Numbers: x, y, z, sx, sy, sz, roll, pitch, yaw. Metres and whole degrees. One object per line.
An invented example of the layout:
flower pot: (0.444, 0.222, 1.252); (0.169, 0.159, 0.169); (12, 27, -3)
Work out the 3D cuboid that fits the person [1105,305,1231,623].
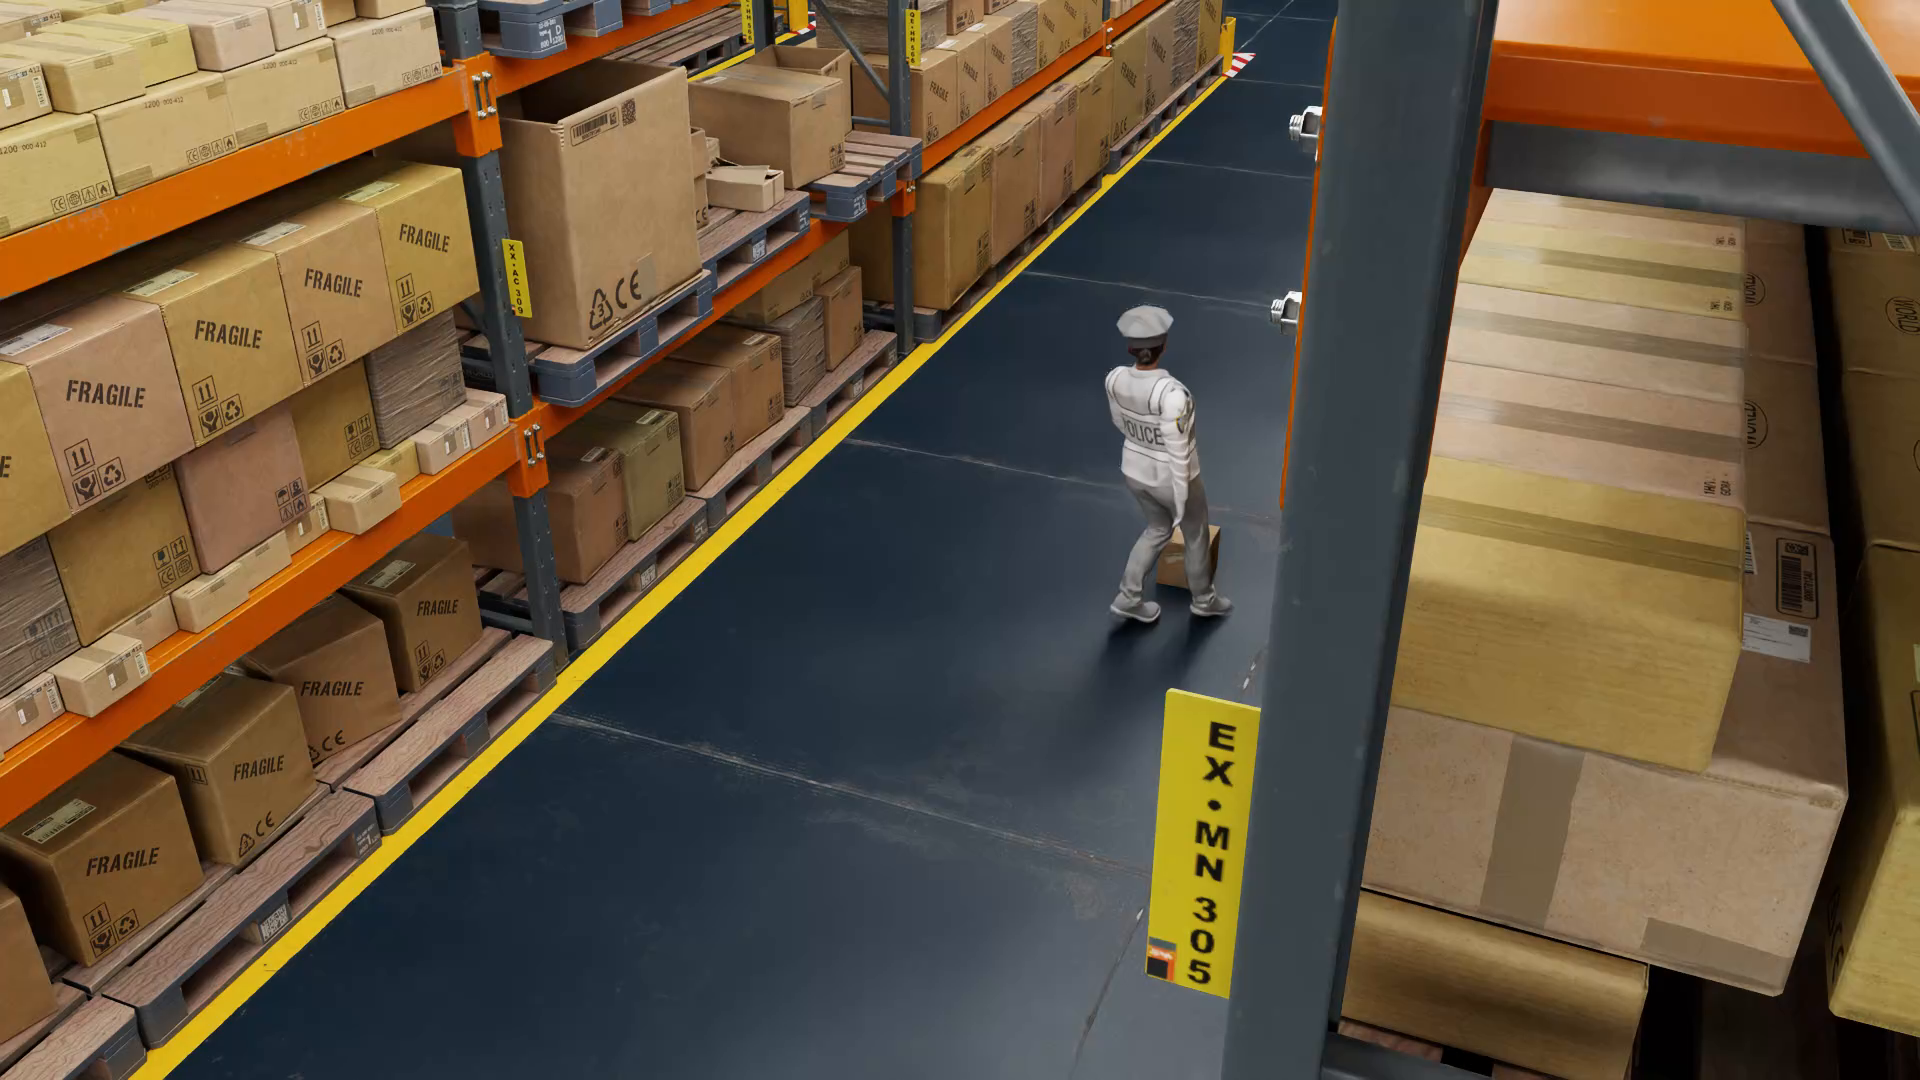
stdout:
person: (0.985, -0.320, 7.748); (0.720, 1.662, 0.510); (-25, 38, -36)
